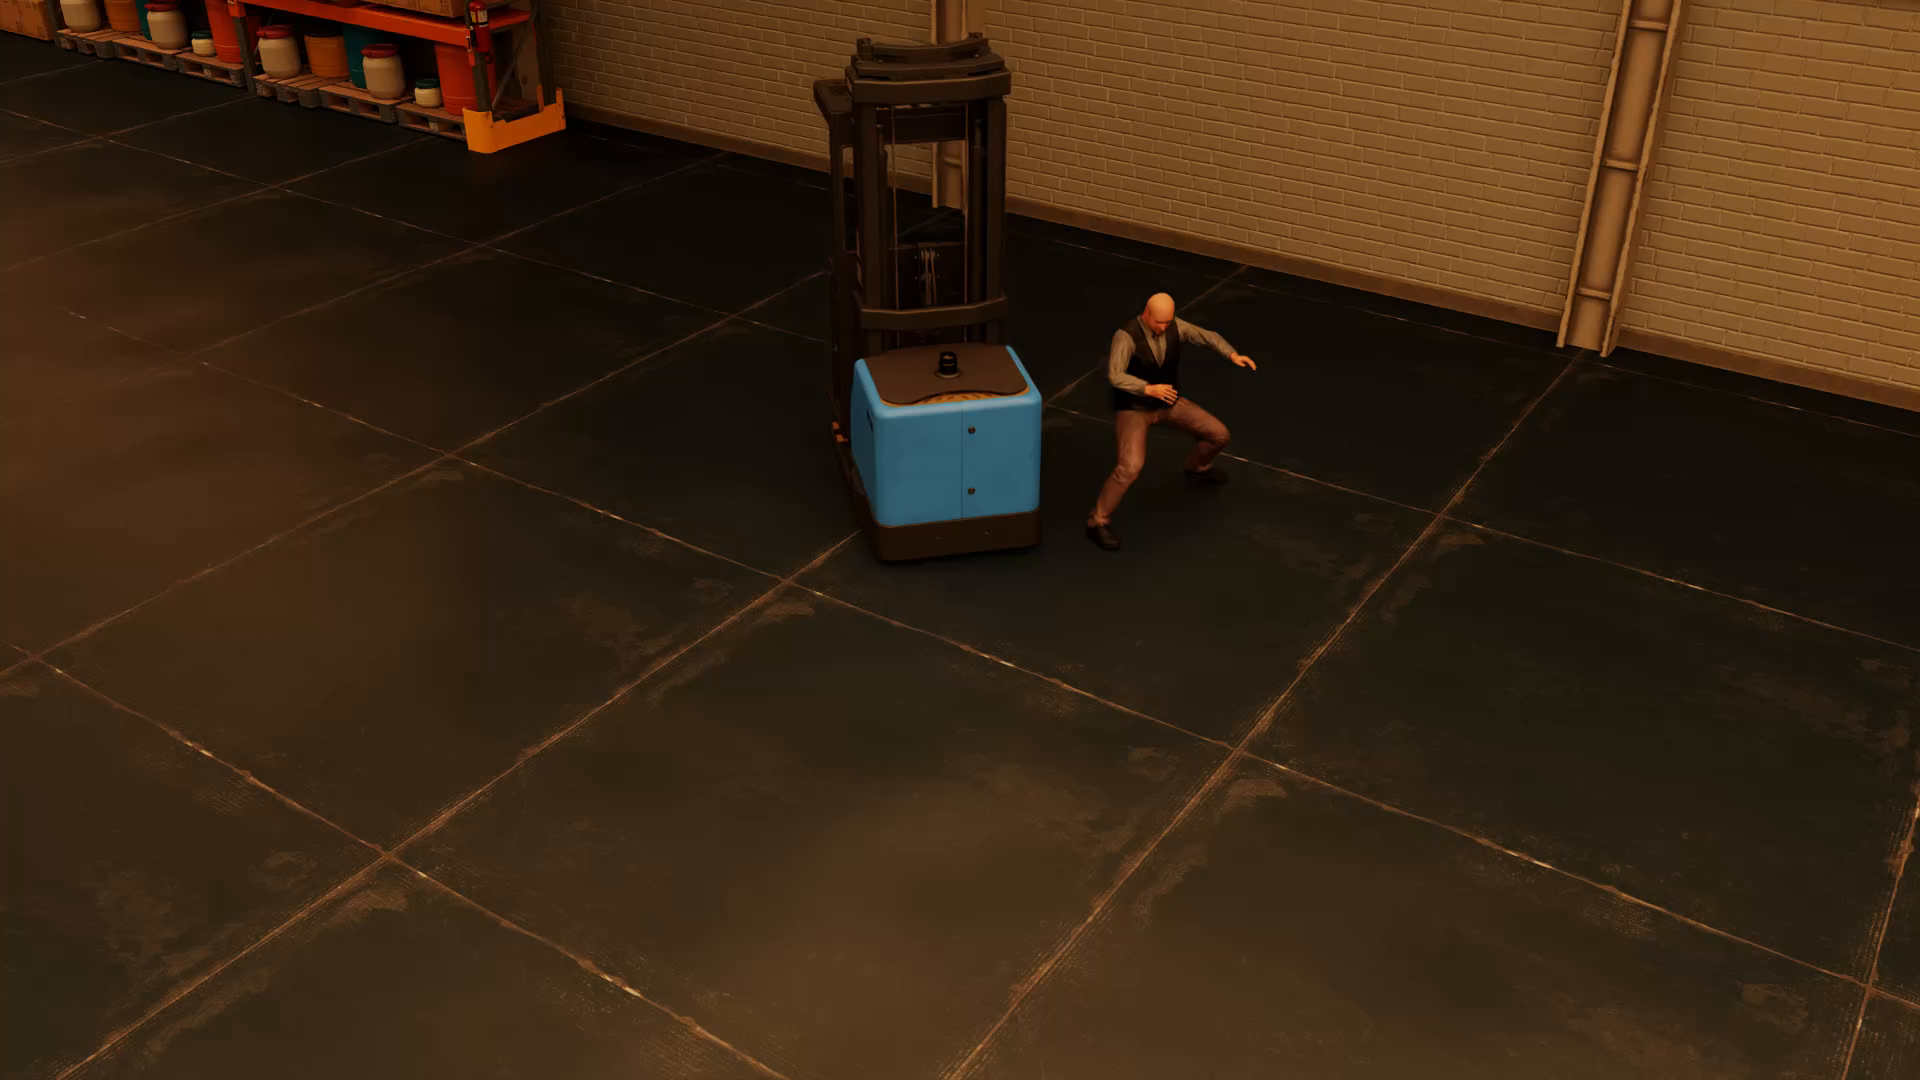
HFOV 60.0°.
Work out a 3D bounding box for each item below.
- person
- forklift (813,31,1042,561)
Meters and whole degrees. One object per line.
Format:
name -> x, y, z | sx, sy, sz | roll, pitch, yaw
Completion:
person -> 1.299, -0.837, 10.457 | 1.199, 1.484, 0.678 | -14, 33, -22
forklift -> -0.309, -1.865, 10.793 | 1.130, 2.935, 3.031 | -6, 31, -11
